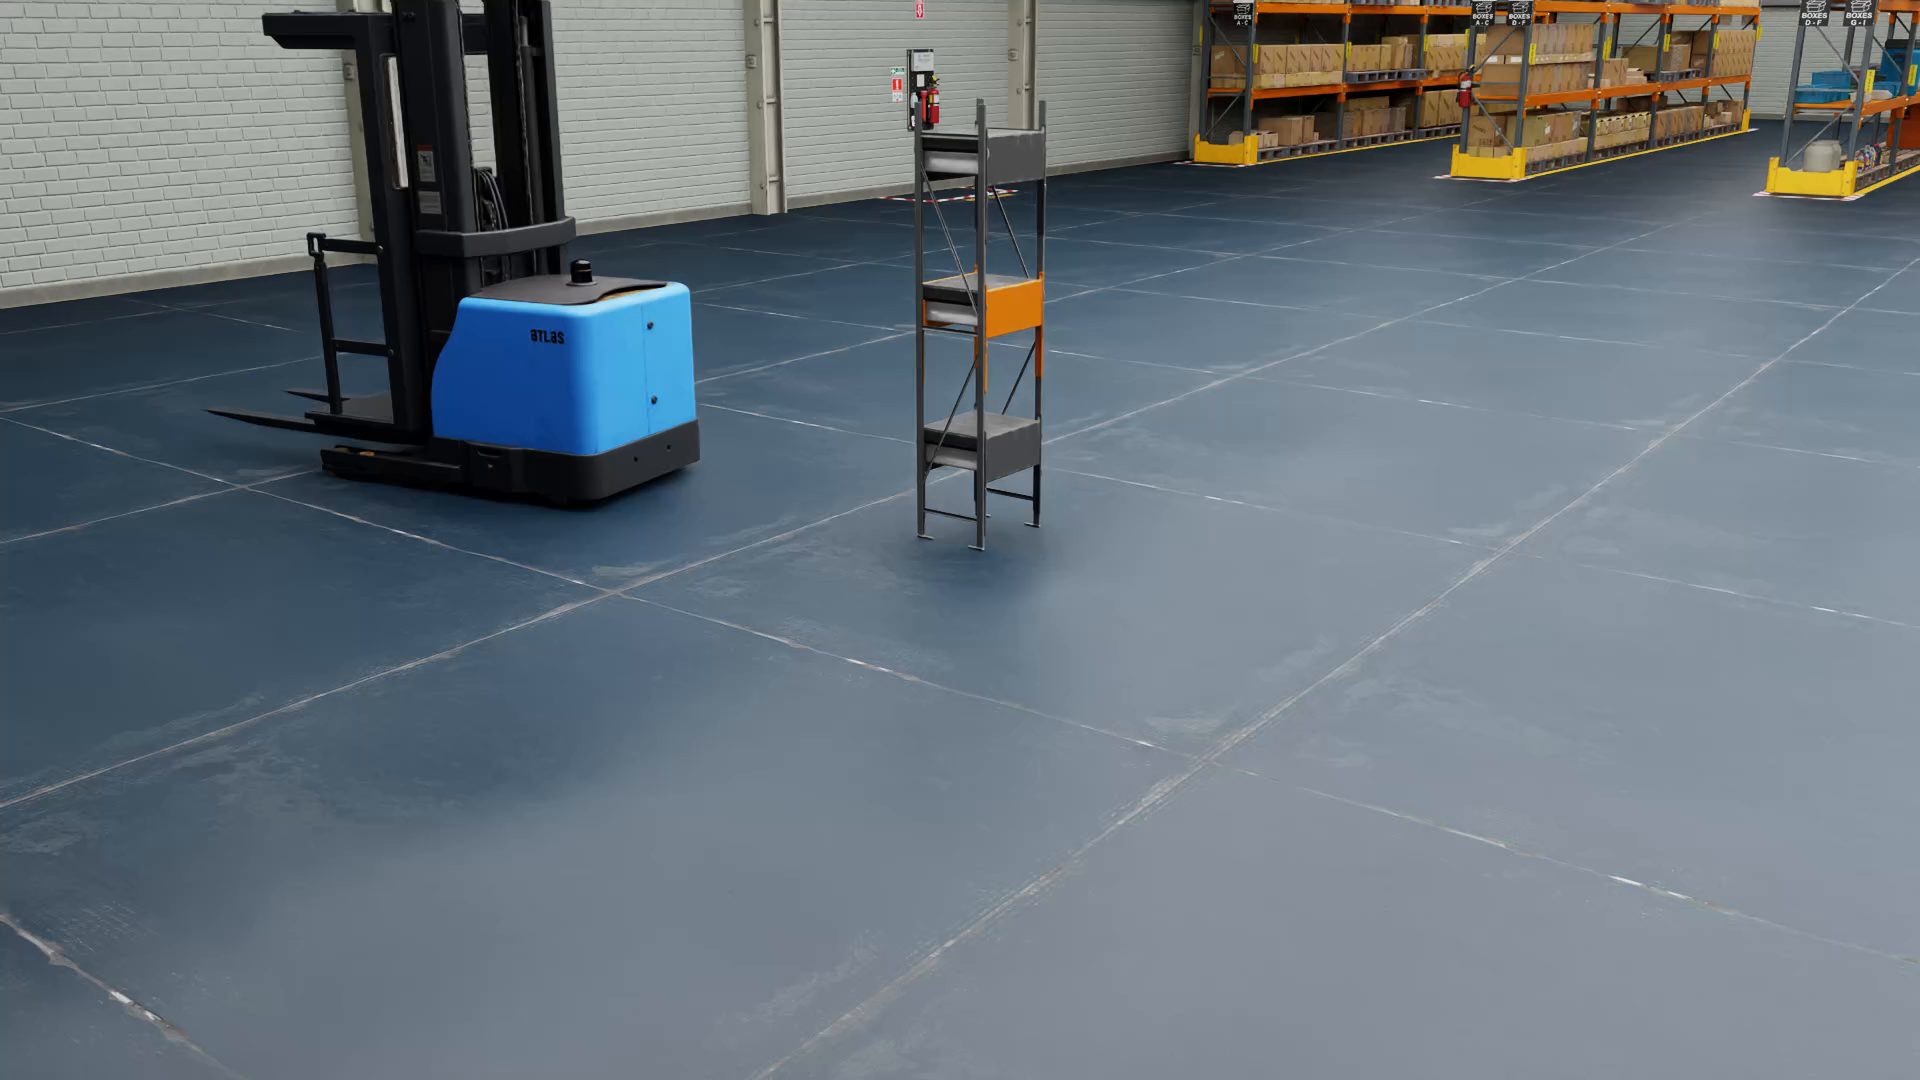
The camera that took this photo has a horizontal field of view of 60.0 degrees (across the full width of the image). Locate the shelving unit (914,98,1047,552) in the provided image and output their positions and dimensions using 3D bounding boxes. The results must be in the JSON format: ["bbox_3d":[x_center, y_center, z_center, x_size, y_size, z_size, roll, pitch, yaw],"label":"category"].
[{"bbox_3d":[0.099,-1.042,8.059,0.431,2.100,0.503,12,21,35],"label":"shelving unit"}]

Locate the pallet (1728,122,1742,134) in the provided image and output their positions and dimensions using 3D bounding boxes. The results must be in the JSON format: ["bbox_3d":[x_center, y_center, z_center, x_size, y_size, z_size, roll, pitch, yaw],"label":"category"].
[{"bbox_3d":[17.843,-9.787,39.406,1.003,0.211,1.213,12,21,35],"label":"pallet"}]

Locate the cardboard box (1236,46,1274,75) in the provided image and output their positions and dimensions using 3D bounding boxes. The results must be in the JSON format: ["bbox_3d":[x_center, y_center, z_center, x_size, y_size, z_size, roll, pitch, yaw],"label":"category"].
[{"bbox_3d":[5.374,-8.748,30.310,0.500,0.500,0.500,12,21,35],"label":"cardboard box"}]

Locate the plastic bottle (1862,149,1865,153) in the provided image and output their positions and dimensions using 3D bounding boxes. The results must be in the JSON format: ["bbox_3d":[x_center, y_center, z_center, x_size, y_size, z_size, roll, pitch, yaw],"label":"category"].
[{"bbox_3d":[14.631,-6.191,26.961,0.061,0.283,0.133,12,21,35],"label":"plastic bottle"}]

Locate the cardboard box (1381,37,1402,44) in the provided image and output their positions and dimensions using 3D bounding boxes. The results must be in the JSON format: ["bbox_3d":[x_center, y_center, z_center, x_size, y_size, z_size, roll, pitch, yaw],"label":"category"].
[{"bbox_3d":[9.254,-10.697,35.629,0.380,0.149,0.250,9,19,26],"label":"cardboard box"}]

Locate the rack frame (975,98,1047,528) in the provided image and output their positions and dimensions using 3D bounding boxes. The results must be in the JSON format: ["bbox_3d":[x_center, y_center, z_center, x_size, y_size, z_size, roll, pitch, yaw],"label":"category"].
[{"bbox_3d":[0.244,-1.100,8.246,0.400,2.100,0.015,12,21,35],"label":"rack frame"}]

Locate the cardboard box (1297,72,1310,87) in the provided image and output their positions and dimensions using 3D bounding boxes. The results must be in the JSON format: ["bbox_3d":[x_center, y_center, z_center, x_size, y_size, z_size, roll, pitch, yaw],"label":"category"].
[{"bbox_3d":[6.303,-8.756,31.600,0.500,0.250,0.500,13,21,35],"label":"cardboard box"}]

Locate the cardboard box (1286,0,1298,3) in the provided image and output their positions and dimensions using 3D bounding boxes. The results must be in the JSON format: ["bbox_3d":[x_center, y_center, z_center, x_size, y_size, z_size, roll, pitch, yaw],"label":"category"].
[{"bbox_3d":[5.903,-10.162,30.650,0.500,0.500,0.500,14,22,37],"label":"cardboard box"}]

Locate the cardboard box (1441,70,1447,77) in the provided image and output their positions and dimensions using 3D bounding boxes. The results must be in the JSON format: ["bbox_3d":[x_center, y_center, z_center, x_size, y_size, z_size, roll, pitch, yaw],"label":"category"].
[{"bbox_3d":[10.741,-10.535,37.500,0.380,0.149,0.250,13,21,36],"label":"cardboard box"}]

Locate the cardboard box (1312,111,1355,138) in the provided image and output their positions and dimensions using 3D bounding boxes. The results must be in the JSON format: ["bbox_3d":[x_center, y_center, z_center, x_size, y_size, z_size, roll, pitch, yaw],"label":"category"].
[{"bbox_3d":[7.657,-8.538,34.154,0.700,0.500,0.500,13,22,37],"label":"cardboard box"}]

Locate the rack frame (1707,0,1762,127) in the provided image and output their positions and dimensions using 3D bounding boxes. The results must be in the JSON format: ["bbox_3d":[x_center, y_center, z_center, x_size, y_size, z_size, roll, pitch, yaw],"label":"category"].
[{"bbox_3d":[18.362,-11.327,39.662,1.000,3.000,0.127,12,21,35],"label":"rack frame"}]

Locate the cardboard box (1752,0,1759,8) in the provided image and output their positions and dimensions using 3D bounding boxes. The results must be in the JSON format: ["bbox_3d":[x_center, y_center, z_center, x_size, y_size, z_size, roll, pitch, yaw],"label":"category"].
[{"bbox_3d":[18.268,-12.519,38.696,0.500,0.250,0.500,12,21,35],"label":"cardboard box"}]

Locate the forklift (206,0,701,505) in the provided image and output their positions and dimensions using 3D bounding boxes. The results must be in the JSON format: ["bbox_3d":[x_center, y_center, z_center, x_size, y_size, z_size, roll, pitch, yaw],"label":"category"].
[{"bbox_3d":[-3.036,-1.863,9.300,3.031,2.935,1.130,8,19,25],"label":"forklift"}]

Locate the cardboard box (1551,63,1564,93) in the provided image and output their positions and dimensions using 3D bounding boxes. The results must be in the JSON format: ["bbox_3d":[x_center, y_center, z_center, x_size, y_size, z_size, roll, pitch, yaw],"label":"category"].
[{"bbox_3d":[10.037,-8.042,28.916,0.700,0.500,0.500,13,22,36],"label":"cardboard box"}]

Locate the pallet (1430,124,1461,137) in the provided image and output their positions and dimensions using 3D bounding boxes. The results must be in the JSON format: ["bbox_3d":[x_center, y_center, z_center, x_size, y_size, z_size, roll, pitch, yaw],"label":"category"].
[{"bbox_3d":[10.873,-9.429,38.250,1.003,0.211,1.213,12,21,35],"label":"pallet"}]

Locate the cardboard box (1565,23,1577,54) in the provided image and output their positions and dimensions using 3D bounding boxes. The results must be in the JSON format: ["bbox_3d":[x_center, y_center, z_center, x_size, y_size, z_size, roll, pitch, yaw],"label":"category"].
[{"bbox_3d":[10.354,-8.790,29.135,0.700,0.500,0.500,12,21,35],"label":"cardboard box"}]

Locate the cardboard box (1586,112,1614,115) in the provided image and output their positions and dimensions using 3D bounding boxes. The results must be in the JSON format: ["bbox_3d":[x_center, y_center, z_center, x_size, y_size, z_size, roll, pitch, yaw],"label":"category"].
[{"bbox_3d":[12.741,-8.378,33.147,0.500,0.311,0.500,12,21,33],"label":"cardboard box"}]

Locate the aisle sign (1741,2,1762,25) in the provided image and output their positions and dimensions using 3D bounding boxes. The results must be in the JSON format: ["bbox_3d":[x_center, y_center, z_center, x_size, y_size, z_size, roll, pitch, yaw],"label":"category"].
[{"bbox_3d":[18.649,-12.531,39.155,0.394,0.787,0.004,12,21,35],"label":"aisle sign"}]

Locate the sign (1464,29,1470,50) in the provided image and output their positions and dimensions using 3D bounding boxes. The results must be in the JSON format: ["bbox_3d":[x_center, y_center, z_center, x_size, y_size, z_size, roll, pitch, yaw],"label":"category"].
[{"bbox_3d":[8.401,-8.282,27.503,0.100,0.325,0.005,12,21,35],"label":"sign"}]

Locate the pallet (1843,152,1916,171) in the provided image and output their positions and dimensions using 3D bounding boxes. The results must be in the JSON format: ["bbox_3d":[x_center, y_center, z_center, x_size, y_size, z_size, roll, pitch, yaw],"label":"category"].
[{"bbox_3d":[16.351,-6.747,29.615,1.003,0.211,1.213,12,21,35],"label":"pallet"}]

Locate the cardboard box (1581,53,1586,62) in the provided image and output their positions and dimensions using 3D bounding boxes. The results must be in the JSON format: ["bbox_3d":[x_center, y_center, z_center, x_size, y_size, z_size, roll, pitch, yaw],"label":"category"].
[{"bbox_3d":[10.919,-8.603,29.626,0.380,0.149,0.250,12,21,33],"label":"cardboard box"}]

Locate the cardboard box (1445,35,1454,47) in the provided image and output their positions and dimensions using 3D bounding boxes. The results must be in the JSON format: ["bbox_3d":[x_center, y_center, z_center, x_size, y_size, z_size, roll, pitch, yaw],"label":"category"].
[{"bbox_3d":[10.707,-11.164,37.169,0.500,0.250,0.500,13,21,35],"label":"cardboard box"}]

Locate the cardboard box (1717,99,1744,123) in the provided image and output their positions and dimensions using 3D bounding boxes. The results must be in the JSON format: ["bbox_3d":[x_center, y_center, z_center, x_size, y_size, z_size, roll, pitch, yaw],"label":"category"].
[{"bbox_3d":[18.236,-10.171,39.411,0.500,0.500,0.500,12,21,35],"label":"cardboard box"}]

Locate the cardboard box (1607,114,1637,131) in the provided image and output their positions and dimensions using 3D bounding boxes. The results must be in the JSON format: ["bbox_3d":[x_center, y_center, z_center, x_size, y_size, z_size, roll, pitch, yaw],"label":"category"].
[{"bbox_3d":[12.874,-8.164,32.459,0.500,0.311,0.500,12,21,34],"label":"cardboard box"}]

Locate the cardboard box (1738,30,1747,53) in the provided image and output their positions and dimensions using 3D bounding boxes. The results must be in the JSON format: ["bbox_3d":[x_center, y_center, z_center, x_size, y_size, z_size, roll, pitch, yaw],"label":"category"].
[{"bbox_3d":[17.712,-11.453,38.213,0.500,0.500,0.500,13,22,36],"label":"cardboard box"}]

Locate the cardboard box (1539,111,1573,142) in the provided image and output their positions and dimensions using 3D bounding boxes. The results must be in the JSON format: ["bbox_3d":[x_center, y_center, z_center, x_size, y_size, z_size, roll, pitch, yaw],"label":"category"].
[{"bbox_3d":[10.509,-7.329,29.450,0.500,0.500,0.500,12,21,35],"label":"cardboard box"}]

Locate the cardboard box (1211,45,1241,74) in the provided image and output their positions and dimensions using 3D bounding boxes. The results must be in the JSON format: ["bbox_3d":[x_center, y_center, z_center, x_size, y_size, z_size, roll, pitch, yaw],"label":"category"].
[{"bbox_3d":[4.958,-8.837,30.597,0.500,0.500,0.500,12,21,34],"label":"cardboard box"}]

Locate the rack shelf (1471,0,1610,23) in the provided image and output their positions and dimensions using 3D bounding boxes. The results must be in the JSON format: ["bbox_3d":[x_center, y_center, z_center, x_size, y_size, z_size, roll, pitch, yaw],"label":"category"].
[{"bbox_3d":[10.020,-9.082,28.587,1.077,0.370,4.000,12,21,35],"label":"rack shelf"}]

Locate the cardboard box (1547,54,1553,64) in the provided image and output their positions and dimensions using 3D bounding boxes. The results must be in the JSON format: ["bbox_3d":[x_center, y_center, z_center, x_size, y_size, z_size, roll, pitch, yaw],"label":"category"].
[{"bbox_3d":[9.849,-8.176,28.251,0.380,0.149,0.250,12,21,33],"label":"cardboard box"}]

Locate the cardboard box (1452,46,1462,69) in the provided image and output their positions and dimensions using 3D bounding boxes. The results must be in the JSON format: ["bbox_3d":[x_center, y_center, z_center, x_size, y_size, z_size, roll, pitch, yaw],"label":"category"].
[{"bbox_3d":[11.030,-10.933,37.688,0.500,0.500,0.500,13,22,36],"label":"cardboard box"}]

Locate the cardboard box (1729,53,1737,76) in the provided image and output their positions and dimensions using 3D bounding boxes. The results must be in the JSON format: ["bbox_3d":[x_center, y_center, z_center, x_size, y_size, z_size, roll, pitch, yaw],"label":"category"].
[{"bbox_3d":[17.405,-10.858,37.983,0.500,0.500,0.500,12,21,34],"label":"cardboard box"}]

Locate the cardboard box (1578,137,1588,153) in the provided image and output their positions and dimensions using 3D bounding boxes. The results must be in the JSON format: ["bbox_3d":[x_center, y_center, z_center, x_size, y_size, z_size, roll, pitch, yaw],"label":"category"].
[{"bbox_3d":[11.111,-7.208,30.324,0.500,0.250,0.500,12,21,35],"label":"cardboard box"}]

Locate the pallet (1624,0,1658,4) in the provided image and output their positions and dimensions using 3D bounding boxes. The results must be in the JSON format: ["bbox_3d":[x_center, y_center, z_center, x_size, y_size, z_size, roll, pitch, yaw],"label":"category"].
[{"bbox_3d":[12.599,-10.320,31.679,1.003,0.211,1.213,14,22,37],"label":"pallet"}]

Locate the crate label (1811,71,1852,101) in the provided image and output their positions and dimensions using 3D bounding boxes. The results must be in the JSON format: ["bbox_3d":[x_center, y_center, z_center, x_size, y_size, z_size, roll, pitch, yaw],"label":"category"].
[{"bbox_3d":[13.684,-7.143,26.130,0.502,0.435,0.616,12,21,35],"label":"crate label"}]

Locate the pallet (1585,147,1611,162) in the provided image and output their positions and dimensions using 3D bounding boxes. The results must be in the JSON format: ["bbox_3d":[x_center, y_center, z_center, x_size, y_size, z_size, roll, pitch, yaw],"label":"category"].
[{"bbox_3d":[11.620,-7.320,31.459,1.003,0.211,1.213,12,21,35],"label":"pallet"}]

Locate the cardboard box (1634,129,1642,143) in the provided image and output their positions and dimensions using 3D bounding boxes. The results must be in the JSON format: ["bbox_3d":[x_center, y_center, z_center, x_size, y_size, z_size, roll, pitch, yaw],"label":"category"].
[{"bbox_3d":[13.174,-8.018,32.932,0.500,0.250,0.500,12,21,34],"label":"cardboard box"}]

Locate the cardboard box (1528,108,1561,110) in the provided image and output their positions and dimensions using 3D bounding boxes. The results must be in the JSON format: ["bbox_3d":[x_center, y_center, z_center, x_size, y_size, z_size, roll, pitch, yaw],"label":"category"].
[{"bbox_3d":[10.684,-7.660,30.515,0.500,0.500,0.500,12,21,35],"label":"cardboard box"}]

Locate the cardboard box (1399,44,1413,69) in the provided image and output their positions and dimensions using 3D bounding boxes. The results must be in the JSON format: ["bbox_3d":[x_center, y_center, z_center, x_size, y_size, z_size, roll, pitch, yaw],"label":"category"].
[{"bbox_3d":[9.343,-10.441,35.896,0.700,0.500,0.500,10,20,28],"label":"cardboard box"}]

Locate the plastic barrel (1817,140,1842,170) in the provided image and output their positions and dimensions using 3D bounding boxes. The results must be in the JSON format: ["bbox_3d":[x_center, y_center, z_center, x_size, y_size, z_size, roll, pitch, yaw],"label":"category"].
[{"bbox_3d":[13.434,-5.942,25.809,0.421,0.512,0.421,0,17,0],"label":"plastic barrel"}]

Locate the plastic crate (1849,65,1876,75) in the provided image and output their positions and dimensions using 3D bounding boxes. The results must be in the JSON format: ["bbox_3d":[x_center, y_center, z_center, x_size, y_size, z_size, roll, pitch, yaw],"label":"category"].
[{"bbox_3d":[15.231,-7.793,28.173,0.402,0.464,0.583,12,21,35],"label":"plastic crate"}]

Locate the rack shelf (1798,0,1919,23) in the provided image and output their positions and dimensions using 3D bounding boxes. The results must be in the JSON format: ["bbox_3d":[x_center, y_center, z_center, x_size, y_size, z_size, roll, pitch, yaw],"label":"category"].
[{"bbox_3d":[13.996,-8.206,25.765,1.077,0.370,4.000,12,21,35],"label":"rack shelf"}]

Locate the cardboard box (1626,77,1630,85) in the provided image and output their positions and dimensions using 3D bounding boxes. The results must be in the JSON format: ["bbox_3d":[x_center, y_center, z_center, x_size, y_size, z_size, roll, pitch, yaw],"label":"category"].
[{"bbox_3d":[12.881,-8.988,32.554,0.380,0.149,0.250,14,22,39],"label":"cardboard box"}]

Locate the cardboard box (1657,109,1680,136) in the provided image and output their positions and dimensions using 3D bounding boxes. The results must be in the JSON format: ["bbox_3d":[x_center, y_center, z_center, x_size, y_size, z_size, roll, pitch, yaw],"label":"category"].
[{"bbox_3d":[14.706,-8.741,34.805,0.500,0.500,0.500,12,21,34],"label":"cardboard box"}]

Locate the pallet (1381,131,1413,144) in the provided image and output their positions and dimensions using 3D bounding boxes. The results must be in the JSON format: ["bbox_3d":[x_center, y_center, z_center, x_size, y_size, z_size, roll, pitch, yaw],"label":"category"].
[{"bbox_3d":[9.148,-8.779,36.158,1.003,0.211,1.213,12,21,35],"label":"pallet"}]

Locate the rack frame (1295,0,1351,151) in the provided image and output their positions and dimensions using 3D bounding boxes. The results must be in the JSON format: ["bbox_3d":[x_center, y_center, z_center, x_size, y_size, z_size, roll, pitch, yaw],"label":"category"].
[{"bbox_3d":[7.231,-9.344,33.275,1.000,3.000,0.127,12,21,35],"label":"rack frame"}]

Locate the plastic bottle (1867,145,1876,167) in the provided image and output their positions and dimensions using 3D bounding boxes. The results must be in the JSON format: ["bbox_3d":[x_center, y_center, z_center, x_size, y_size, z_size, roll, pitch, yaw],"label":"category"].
[{"bbox_3d":[14.729,-6.211,26.912,0.144,0.351,0.185,12,21,34],"label":"plastic bottle"}]

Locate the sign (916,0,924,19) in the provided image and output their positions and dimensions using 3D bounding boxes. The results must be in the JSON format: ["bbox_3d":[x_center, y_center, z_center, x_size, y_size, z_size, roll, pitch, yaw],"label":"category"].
[{"bbox_3d":[-0.592,-7.822,24.467,0.001,0.298,0.199,12,21,35],"label":"sign"}]

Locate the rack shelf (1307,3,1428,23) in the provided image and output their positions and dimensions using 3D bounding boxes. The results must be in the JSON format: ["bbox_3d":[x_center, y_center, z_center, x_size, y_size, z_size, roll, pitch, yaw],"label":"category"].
[{"bbox_3d":[8.423,-10.909,34.470,1.077,0.370,4.000,12,21,35],"label":"rack shelf"}]

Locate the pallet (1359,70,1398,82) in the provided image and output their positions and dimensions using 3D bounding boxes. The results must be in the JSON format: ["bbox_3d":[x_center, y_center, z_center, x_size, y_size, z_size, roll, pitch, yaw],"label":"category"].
[{"bbox_3d":[8.468,-9.726,34.829,1.003,0.211,1.213,12,21,35],"label":"pallet"}]

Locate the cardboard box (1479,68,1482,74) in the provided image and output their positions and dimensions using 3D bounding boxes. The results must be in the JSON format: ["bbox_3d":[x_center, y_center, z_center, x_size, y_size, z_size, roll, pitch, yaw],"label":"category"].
[{"bbox_3d":[12.024,-11.008,39.024,0.380,0.149,0.250,13,21,35],"label":"cardboard box"}]

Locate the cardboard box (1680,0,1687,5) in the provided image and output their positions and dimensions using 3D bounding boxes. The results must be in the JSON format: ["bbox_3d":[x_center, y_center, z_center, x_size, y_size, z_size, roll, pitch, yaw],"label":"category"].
[{"bbox_3d":[14.442,-11.257,34.211,0.910,0.500,0.500,12,21,35],"label":"cardboard box"}]

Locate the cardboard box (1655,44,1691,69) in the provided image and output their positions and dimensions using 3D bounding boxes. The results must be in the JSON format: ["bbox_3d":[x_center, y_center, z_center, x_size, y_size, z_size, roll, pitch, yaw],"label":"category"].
[{"bbox_3d":[15.517,-10.550,36.281,0.700,0.500,0.500,5,18,16],"label":"cardboard box"}]

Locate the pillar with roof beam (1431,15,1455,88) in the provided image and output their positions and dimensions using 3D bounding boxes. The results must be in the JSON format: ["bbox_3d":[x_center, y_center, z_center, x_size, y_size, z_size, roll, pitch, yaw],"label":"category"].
[{"bbox_3d":[15.178,-13.673,37.100,9.100,9.000,0.400,12,21,35],"label":"pillar with roof beam"}]

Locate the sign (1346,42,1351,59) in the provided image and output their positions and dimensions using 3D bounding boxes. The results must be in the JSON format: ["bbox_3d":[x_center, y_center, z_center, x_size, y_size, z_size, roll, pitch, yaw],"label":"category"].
[{"bbox_3d":[7.672,-9.663,32.843,0.100,0.325,0.005,12,21,35],"label":"sign"}]

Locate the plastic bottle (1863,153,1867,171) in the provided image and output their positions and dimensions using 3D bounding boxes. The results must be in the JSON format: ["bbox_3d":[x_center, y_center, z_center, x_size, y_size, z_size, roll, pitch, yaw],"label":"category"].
[{"bbox_3d":[14.285,-5.981,26.283,0.061,0.283,0.133,13,21,36],"label":"plastic bottle"}]
